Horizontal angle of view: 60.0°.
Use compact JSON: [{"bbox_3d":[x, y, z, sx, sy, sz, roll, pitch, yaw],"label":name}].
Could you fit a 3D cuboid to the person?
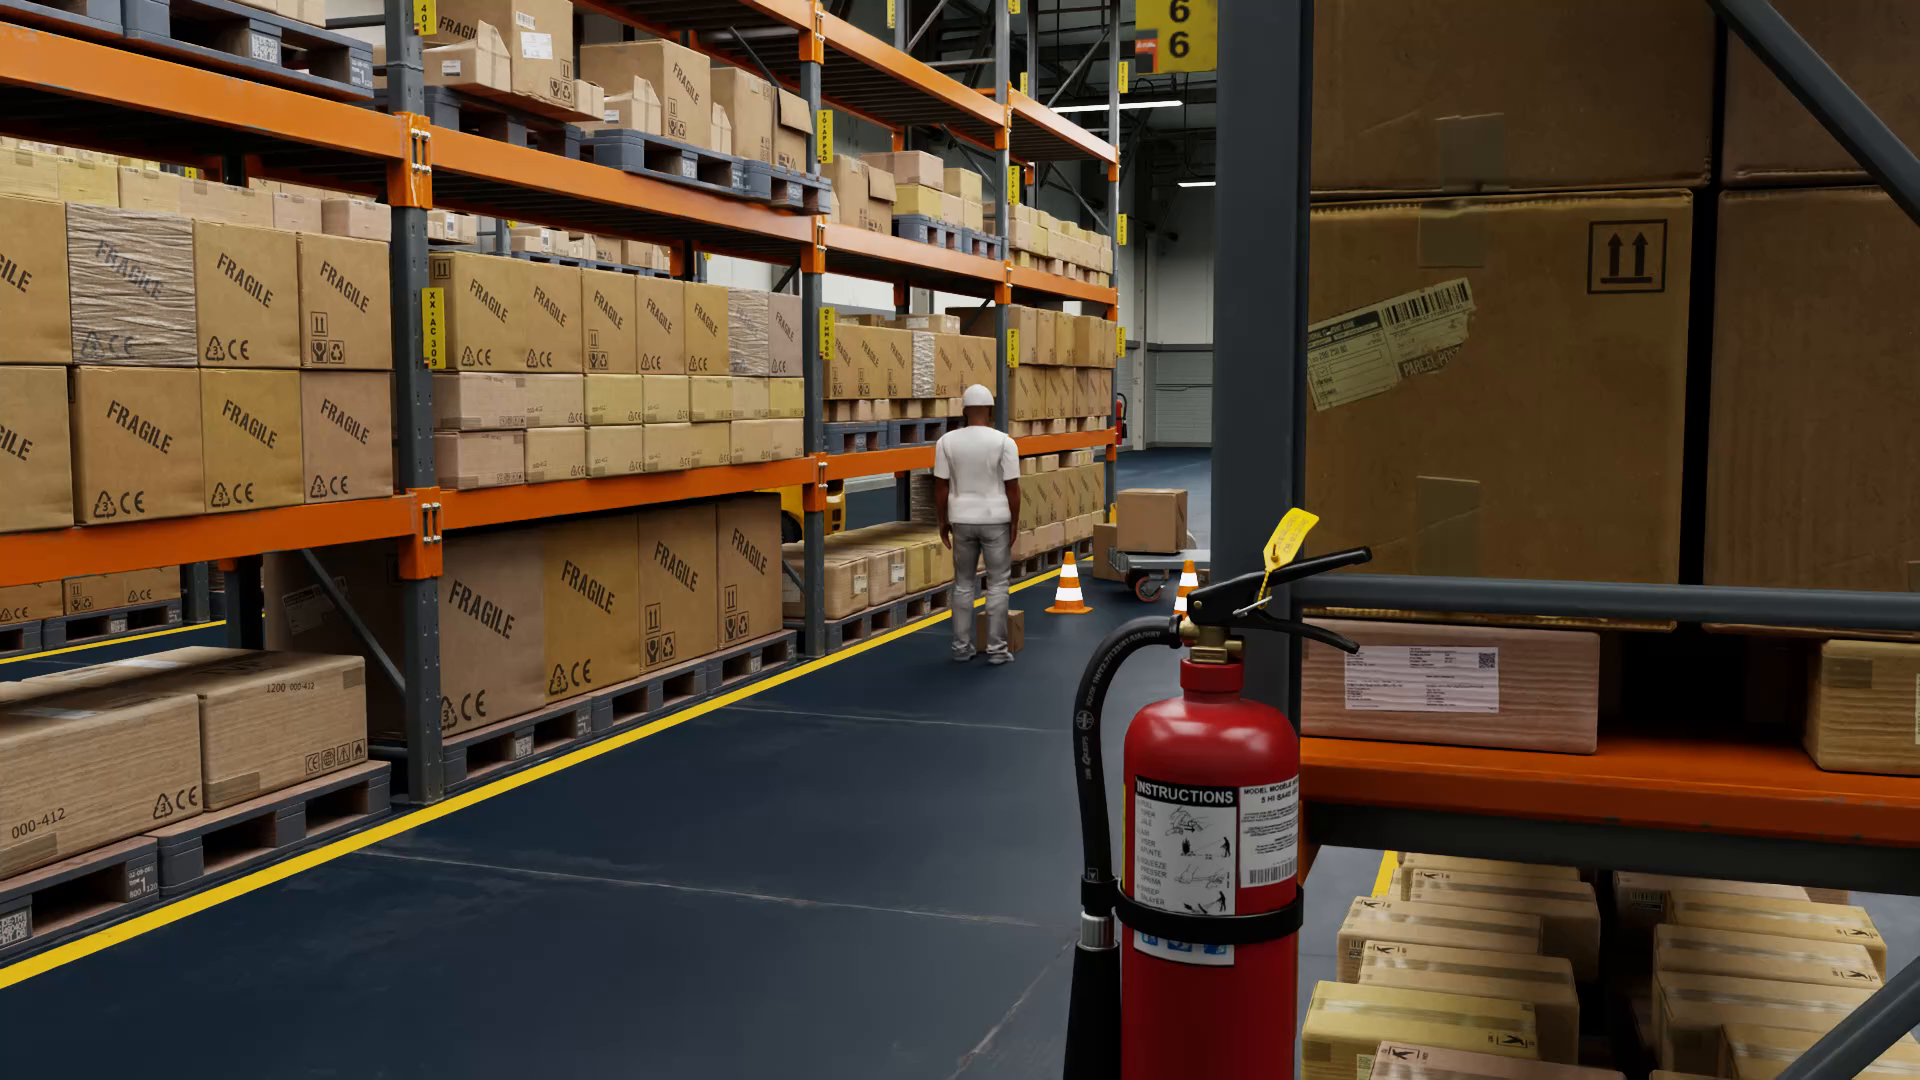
[{"bbox_3d":[0.121,-0.103,10.580,0.565,1.767,0.371,2,5,17],"label":"person"}]
